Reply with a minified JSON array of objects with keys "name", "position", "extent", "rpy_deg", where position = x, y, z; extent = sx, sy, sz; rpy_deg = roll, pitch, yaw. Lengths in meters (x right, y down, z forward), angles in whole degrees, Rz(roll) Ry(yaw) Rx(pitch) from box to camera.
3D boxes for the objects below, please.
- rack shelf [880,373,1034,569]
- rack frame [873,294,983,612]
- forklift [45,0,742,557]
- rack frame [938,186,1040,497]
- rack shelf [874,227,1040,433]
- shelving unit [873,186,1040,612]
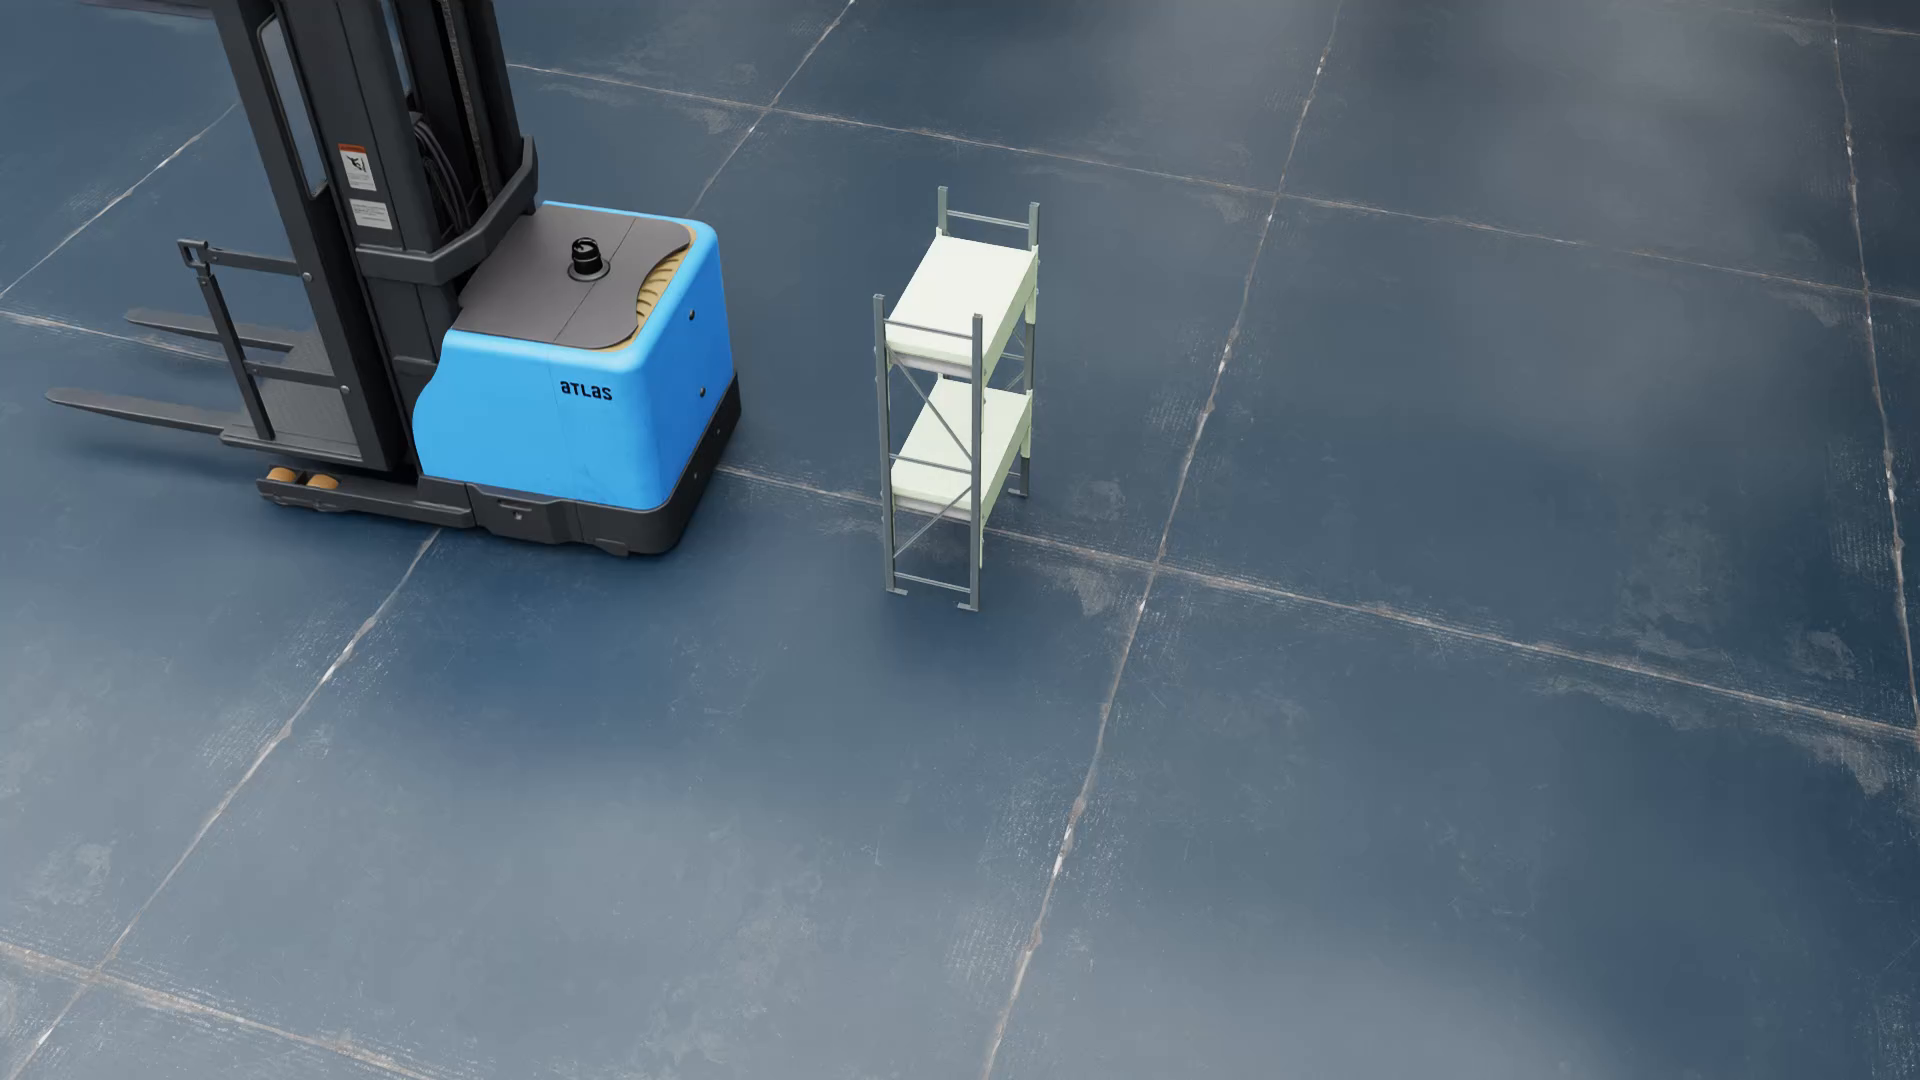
[{"name":"rack shelf","position":[-0.002,-0.299,6.848],"extent":[0.431,0.370,0.720],"rpy_deg":[13,46,12]},{"name":"rack frame","position":[-0.113,-0.288,6.371],"extent":[0.400,1.500,0.023],"rpy_deg":[13,46,12]},{"name":"forklift","position":[-2.577,-1.520,6.607],"extent":[3.031,2.935,1.130],"rpy_deg":[9,45,9]},{"name":"rack frame","position":[0.109,-0.776,6.869],"extent":[0.400,1.500,0.023],"rpy_deg":[13,46,12]},{"name":"rack shelf","position":[-0.002,-0.811,6.347],"extent":[0.431,0.370,0.720],"rpy_deg":[13,46,12]},{"name":"shelving unit","position":[-0.002,-0.532,6.620],"extent":[0.431,1.500,0.755],"rpy_deg":[13,46,12]}]
